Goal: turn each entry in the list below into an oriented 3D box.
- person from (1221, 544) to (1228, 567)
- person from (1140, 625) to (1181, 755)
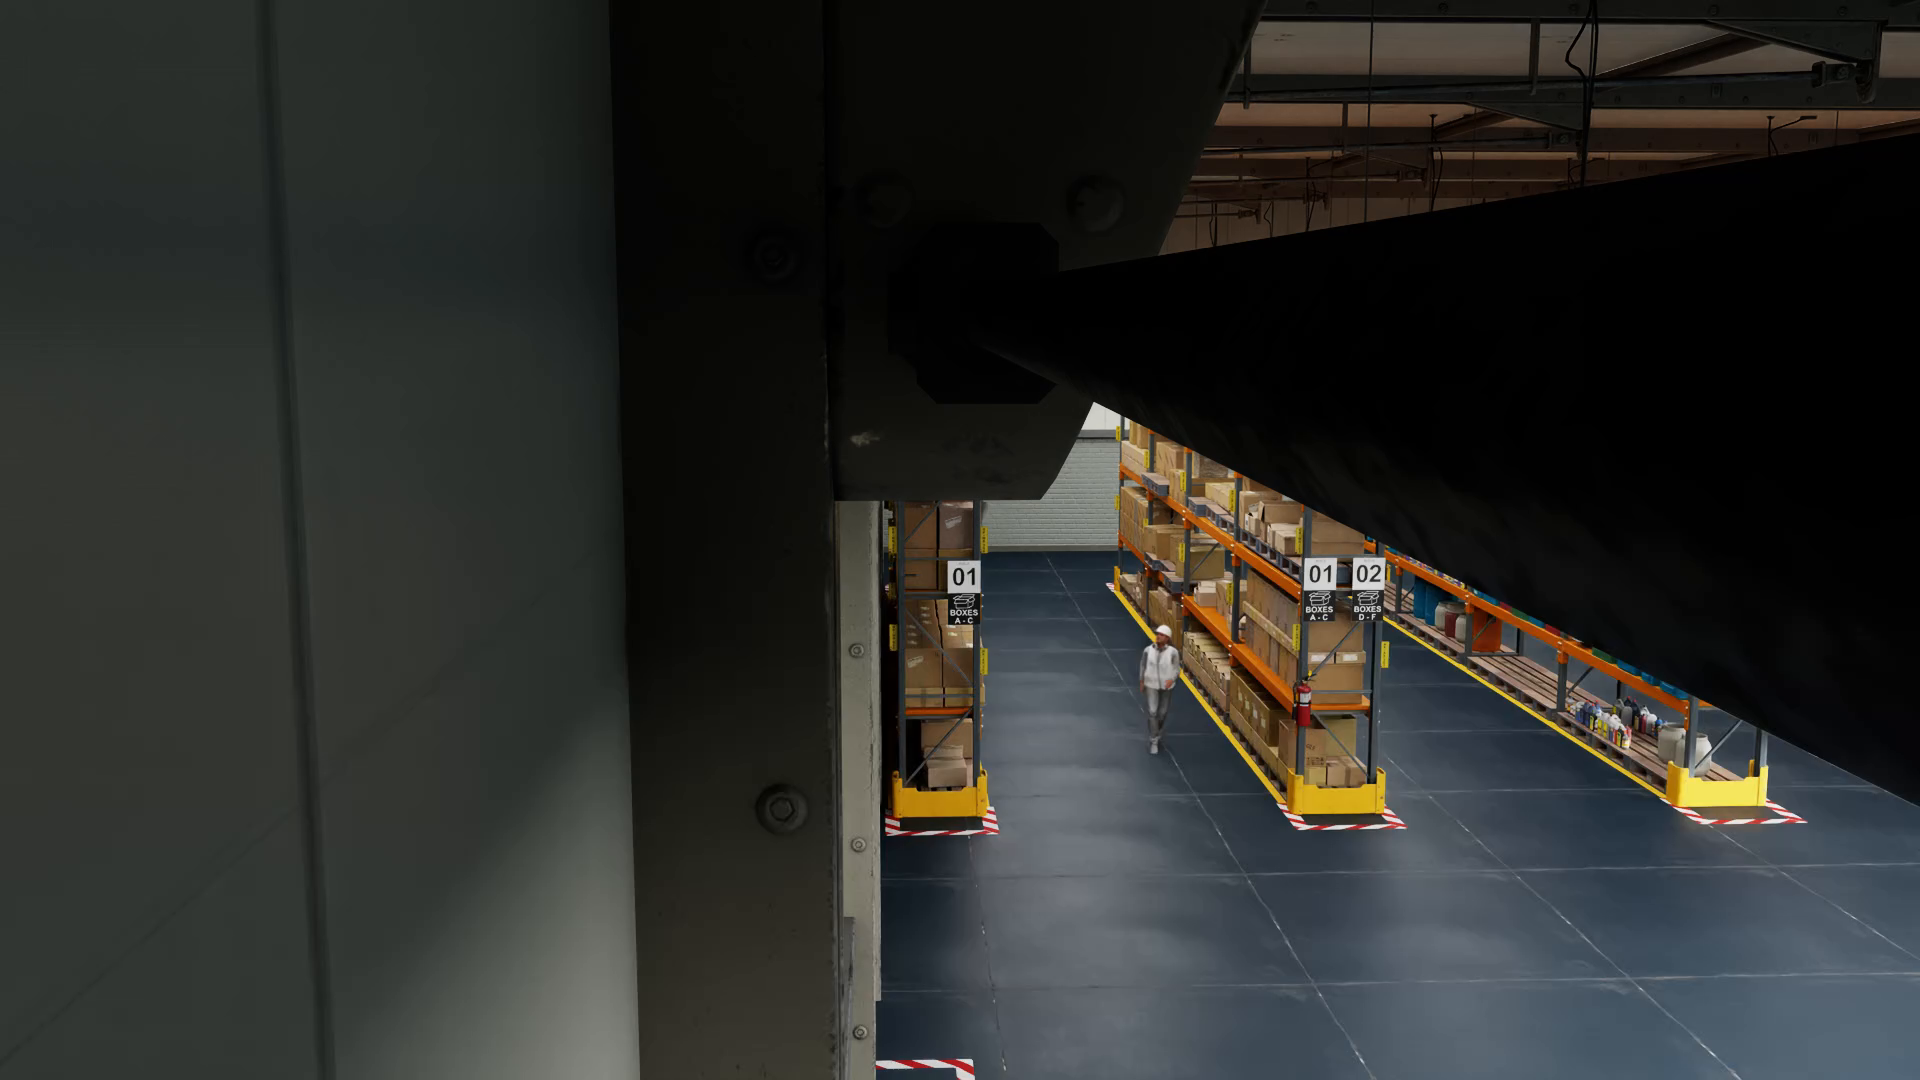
[{"bbox_3d":[6.195,-0.111,38.848,0.575,1.664,0.961,-1,8,-4],"label":"person"},{"bbox_3d":[2.854,2.102,23.671,0.540,1.765,0.940,0,8,-2],"label":"person"}]
